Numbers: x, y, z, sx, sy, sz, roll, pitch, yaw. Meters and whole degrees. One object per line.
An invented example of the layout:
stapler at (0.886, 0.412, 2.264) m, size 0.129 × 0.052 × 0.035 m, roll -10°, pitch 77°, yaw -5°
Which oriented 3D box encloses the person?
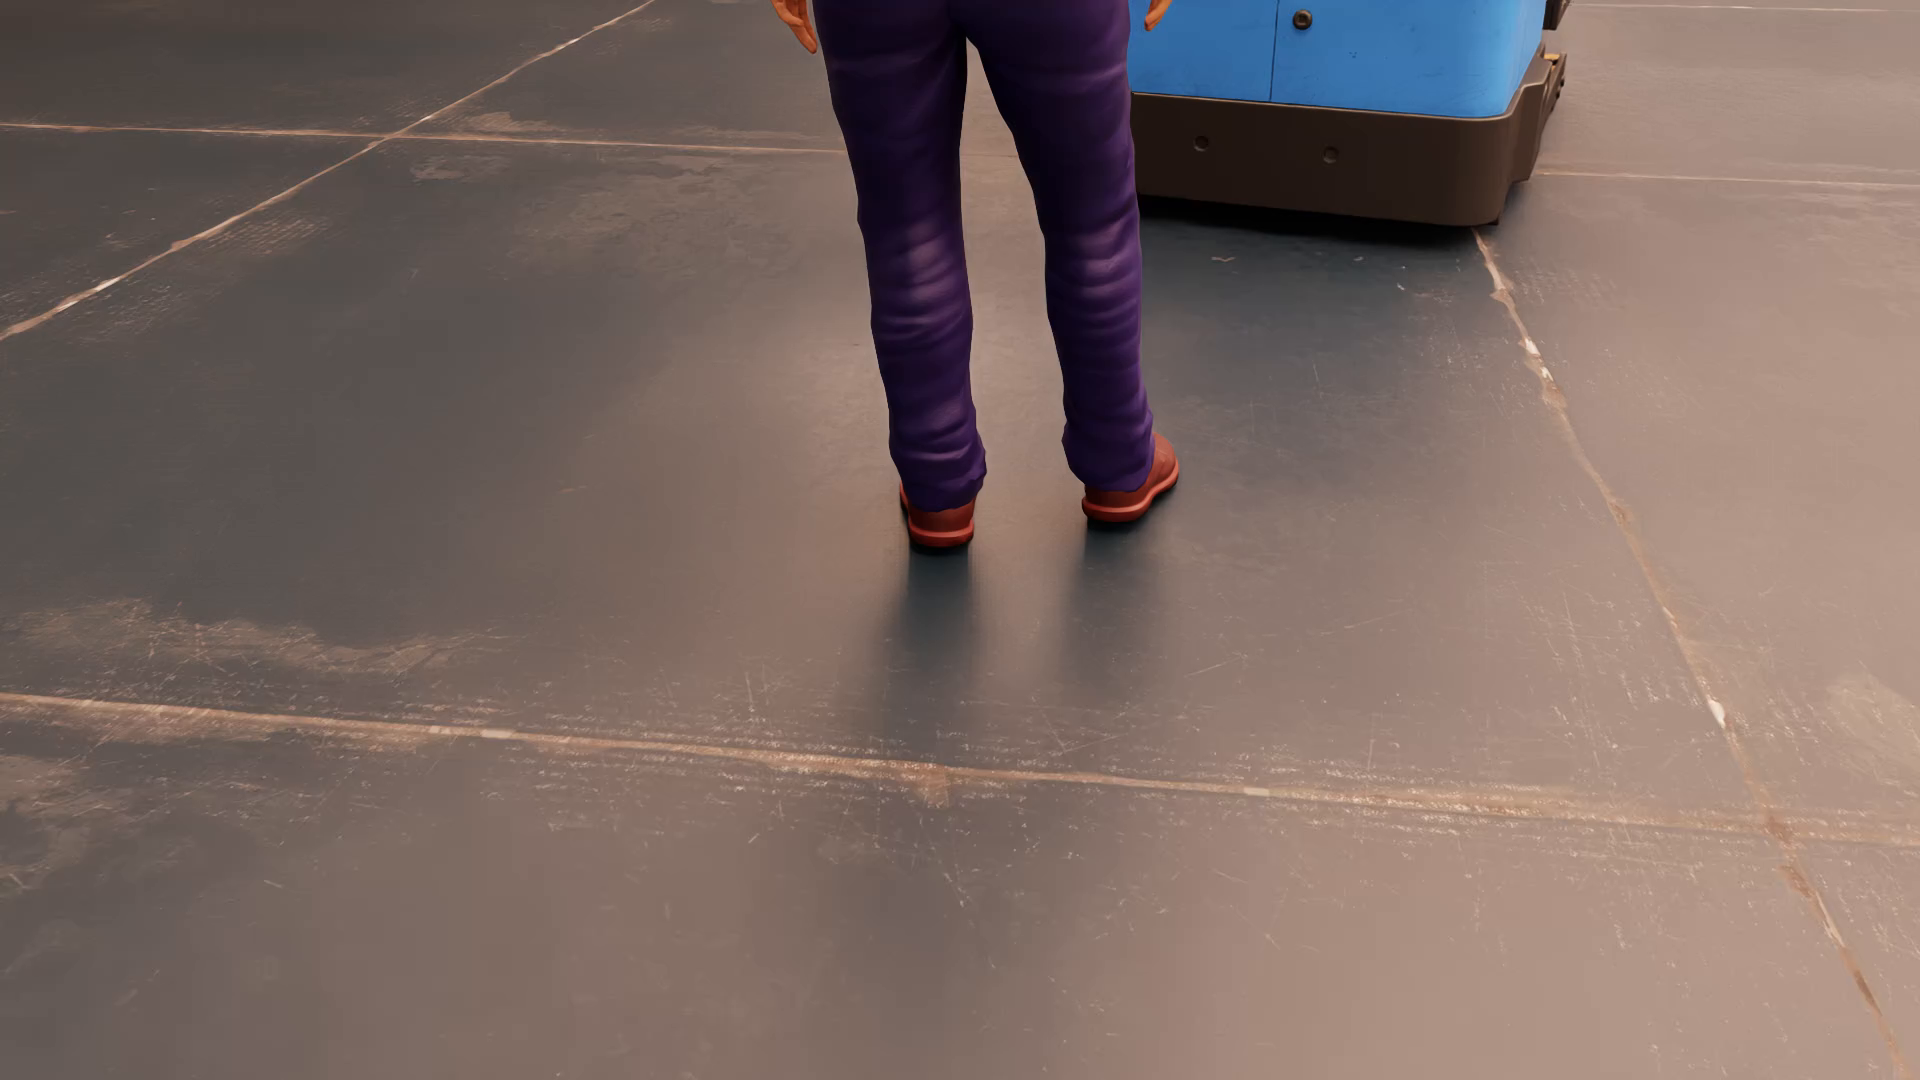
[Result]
person at (0.035, -0.783, 2.205) m, size 0.598 × 1.651 × 0.503 m, roll 3°, pitch 27°, yaw 7°

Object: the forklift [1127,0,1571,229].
forklift at (1.258, -2.646, 4.520) m, size 1.130 × 2.935 × 3.031 m, roll 10°, pitch 28°, yaw 19°
